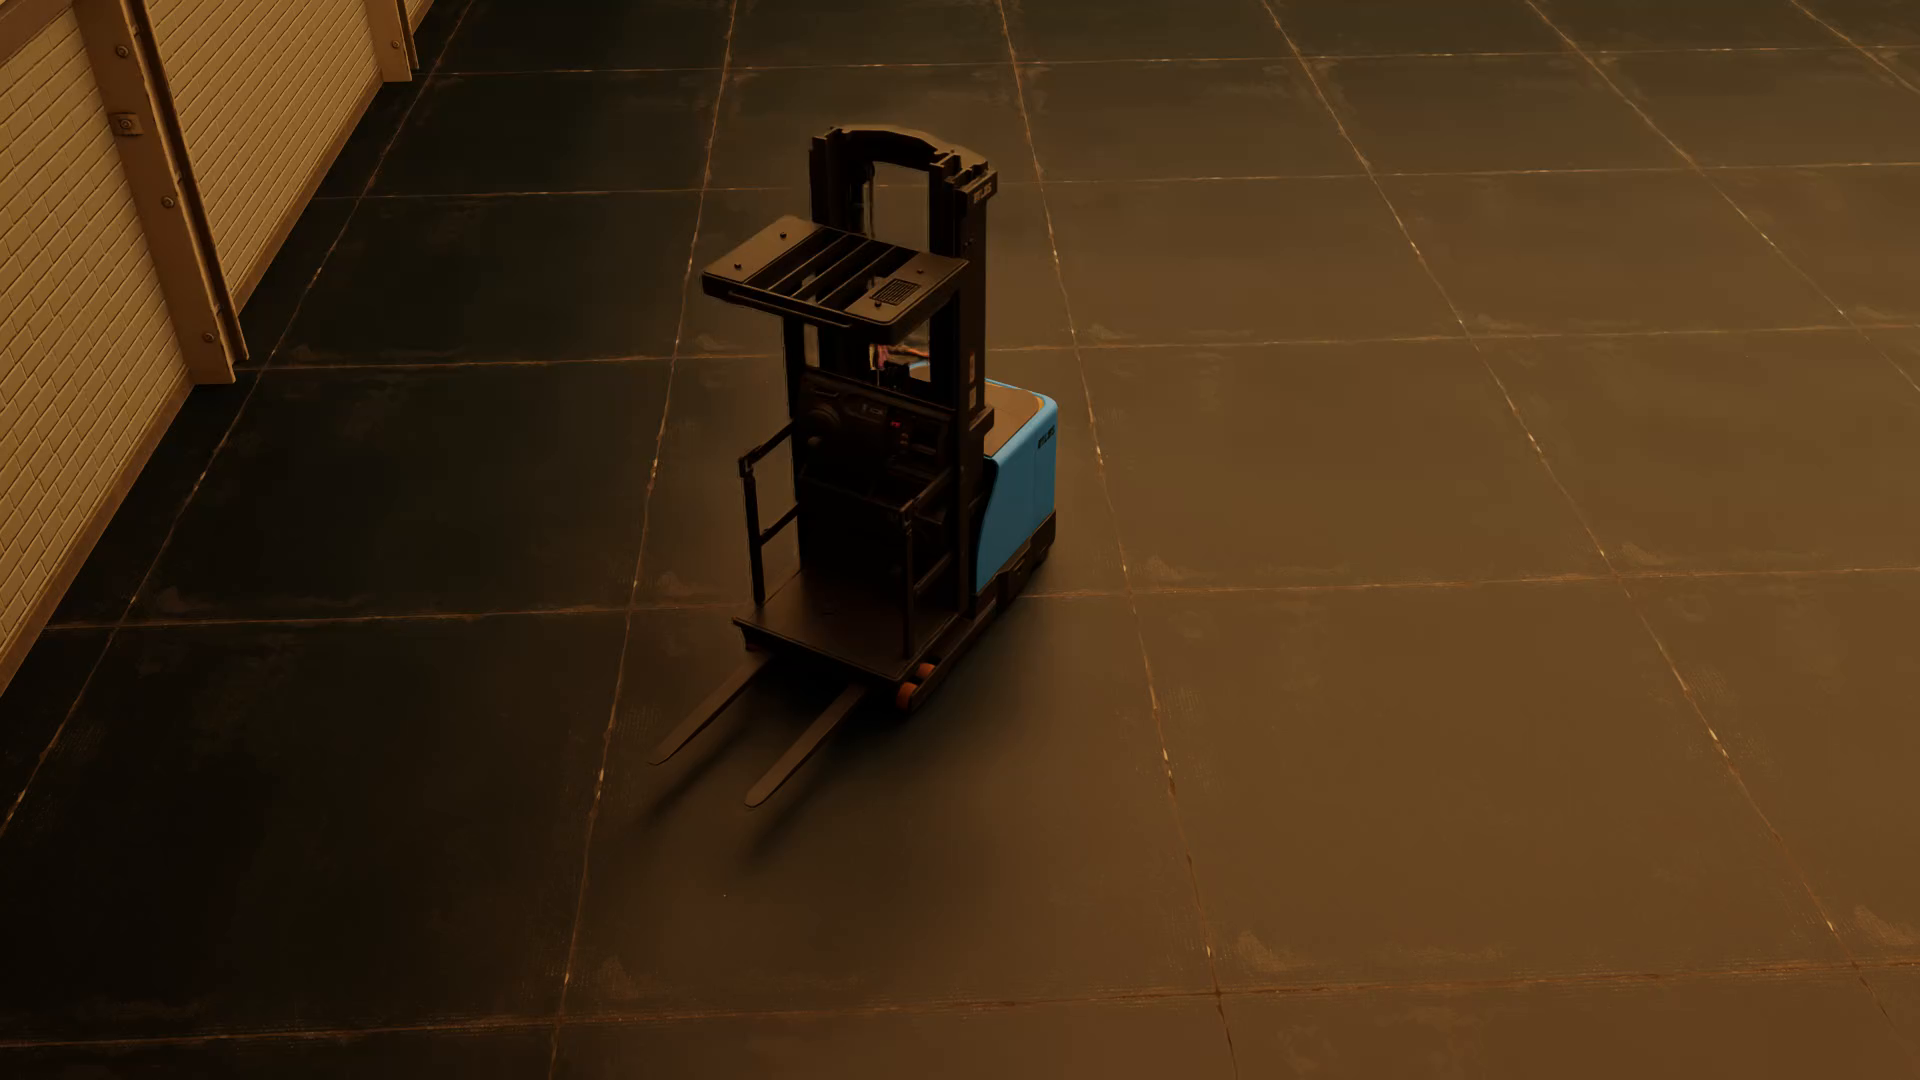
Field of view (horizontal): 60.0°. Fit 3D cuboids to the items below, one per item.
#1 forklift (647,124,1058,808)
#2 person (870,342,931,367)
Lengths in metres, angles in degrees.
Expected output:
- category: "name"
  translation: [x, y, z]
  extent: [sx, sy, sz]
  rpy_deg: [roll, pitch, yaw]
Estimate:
- category: "forklift"
  translation: [-0.573, -0.541, 8.753]
  extent: [1.130, 2.935, 3.031]
  rpy_deg: [19, 40, 24]
- category: "person"
  translation: [-0.316, -0.872, 10.552]
  extent: [0.753, 1.381, 0.742]
  rpy_deg: [-3, 36, -5]
